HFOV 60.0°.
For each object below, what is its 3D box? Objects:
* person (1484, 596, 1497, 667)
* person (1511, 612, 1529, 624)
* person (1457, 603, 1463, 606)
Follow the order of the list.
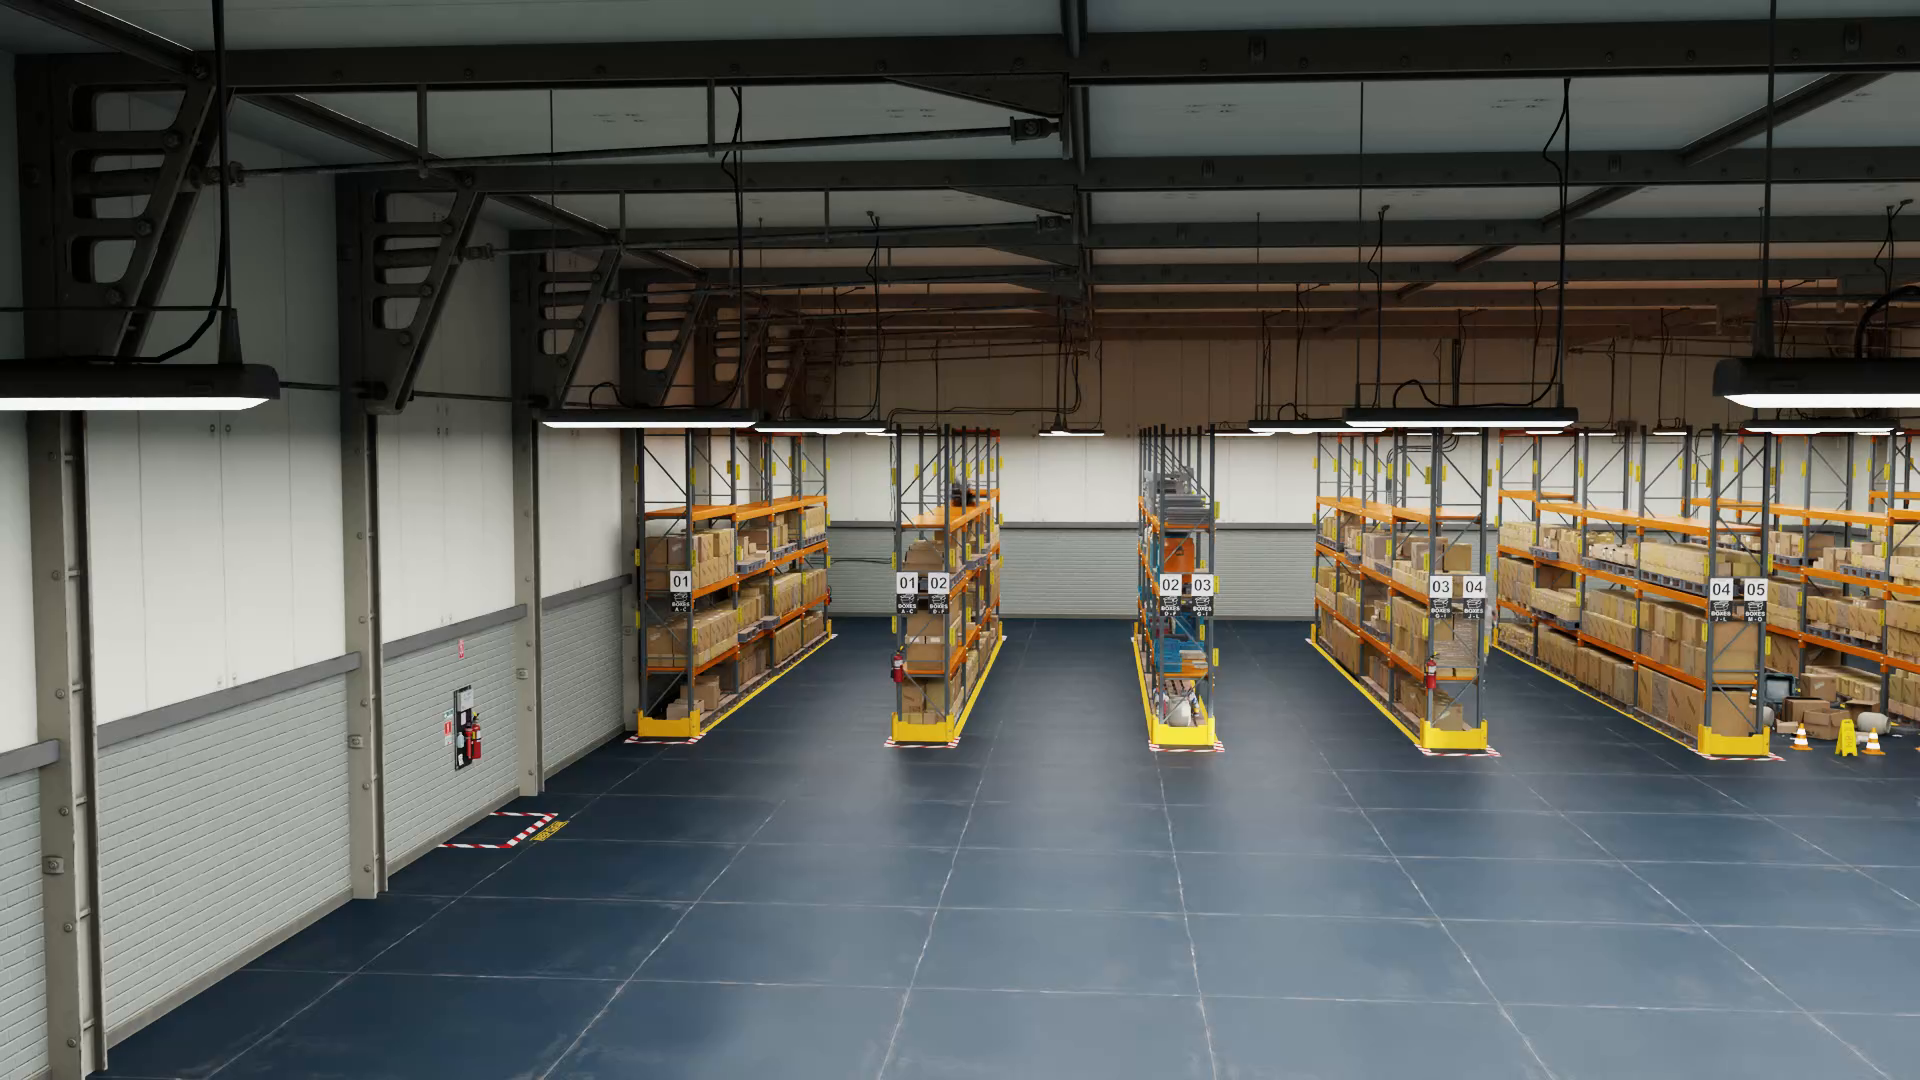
[{"bbox_3d":[13.282,2.283,42.163,0.664,1.779,0.874,0,4,7],"label":"person"},{"bbox_3d":[16.024,1.965,47.436,0.810,1.761,0.816,2,4,30],"label":"person"},{"bbox_3d":[13.751,2.142,46.351,0.594,1.538,0.518,2,4,24],"label":"person"}]
